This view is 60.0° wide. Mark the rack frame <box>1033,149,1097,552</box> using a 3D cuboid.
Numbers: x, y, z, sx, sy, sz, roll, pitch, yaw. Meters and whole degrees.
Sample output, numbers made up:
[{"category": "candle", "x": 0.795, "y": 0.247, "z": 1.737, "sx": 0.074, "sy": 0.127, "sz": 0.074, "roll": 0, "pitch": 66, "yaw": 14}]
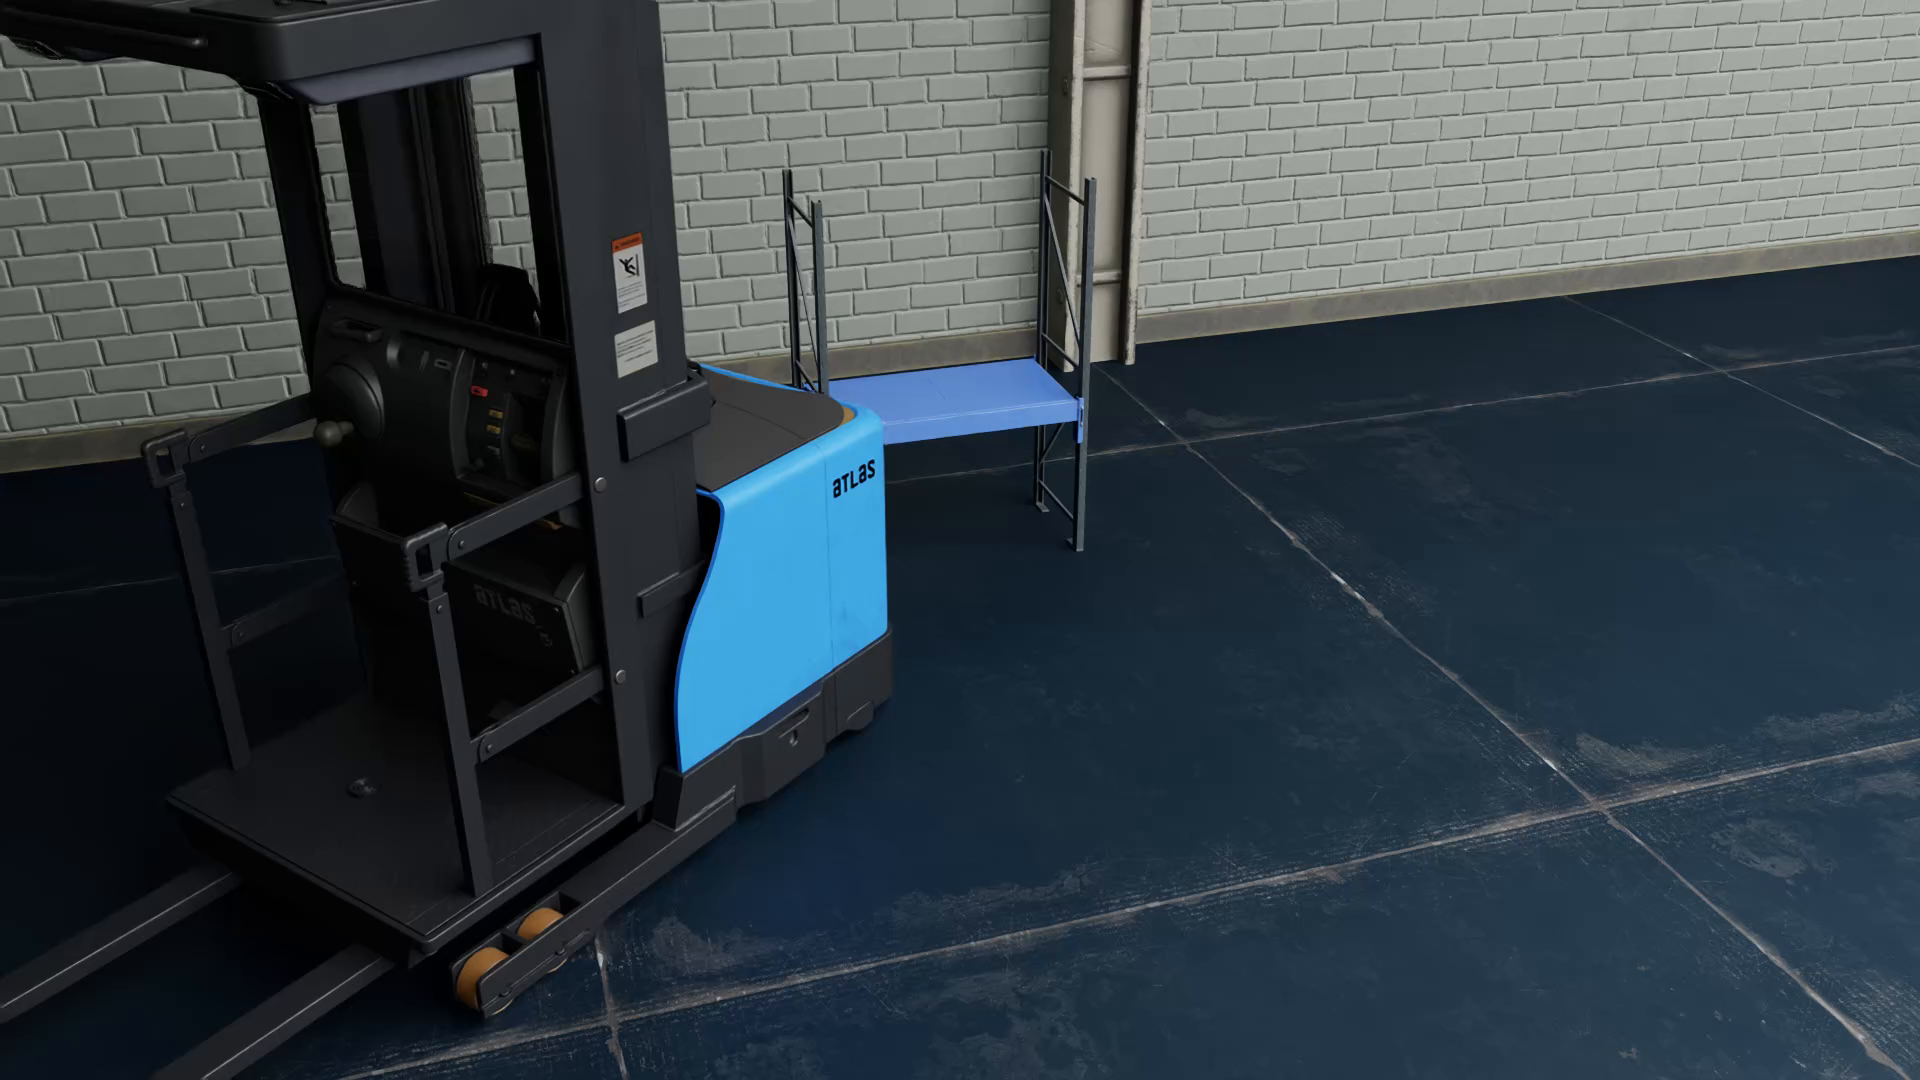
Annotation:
[{"category": "rack frame", "x": 0.402, "y": -0.730, "z": 6.534, "sx": 0.032, "sy": 1.500, "sz": 0.500, "roll": -8, "pitch": 28, "yaw": -16}]

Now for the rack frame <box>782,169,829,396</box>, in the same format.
[{"category": "rack frame", "x": -0.564, "y": -0.590, "z": 6.252, "sx": 0.032, "sy": 1.500, "sz": 0.500, "roll": -8, "pitch": 28, "yaw": -16}]

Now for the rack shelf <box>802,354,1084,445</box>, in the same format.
[{"category": "rack shelf", "x": -0.081, "y": -0.499, "z": 6.473, "sx": 1.000, "sy": 0.185, "sz": 0.538, "roll": -8, "pitch": 28, "yaw": -16}]

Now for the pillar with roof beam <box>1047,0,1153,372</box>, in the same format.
[{"category": "pillar with roof beam", "x": 2.001, "y": -3.158, "z": 2.991, "sx": 0.400, "sy": 9.000, "sz": 9.100, "roll": -8, "pitch": 28, "yaw": -16}]

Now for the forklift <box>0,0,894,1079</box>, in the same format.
[{"category": "forklift", "x": -1.465, "y": -0.332, "z": 4.123, "sx": 1.130, "sy": 2.935, "sz": 3.031, "roll": 17, "pitch": 31, "yaw": 30}]

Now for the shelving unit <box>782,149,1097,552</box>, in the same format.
[{"category": "shelving unit", "x": -0.081, "y": -0.660, "z": 6.393, "sx": 1.048, "sy": 1.500, "sz": 0.538, "roll": -8, "pitch": 28, "yaw": -16}]
